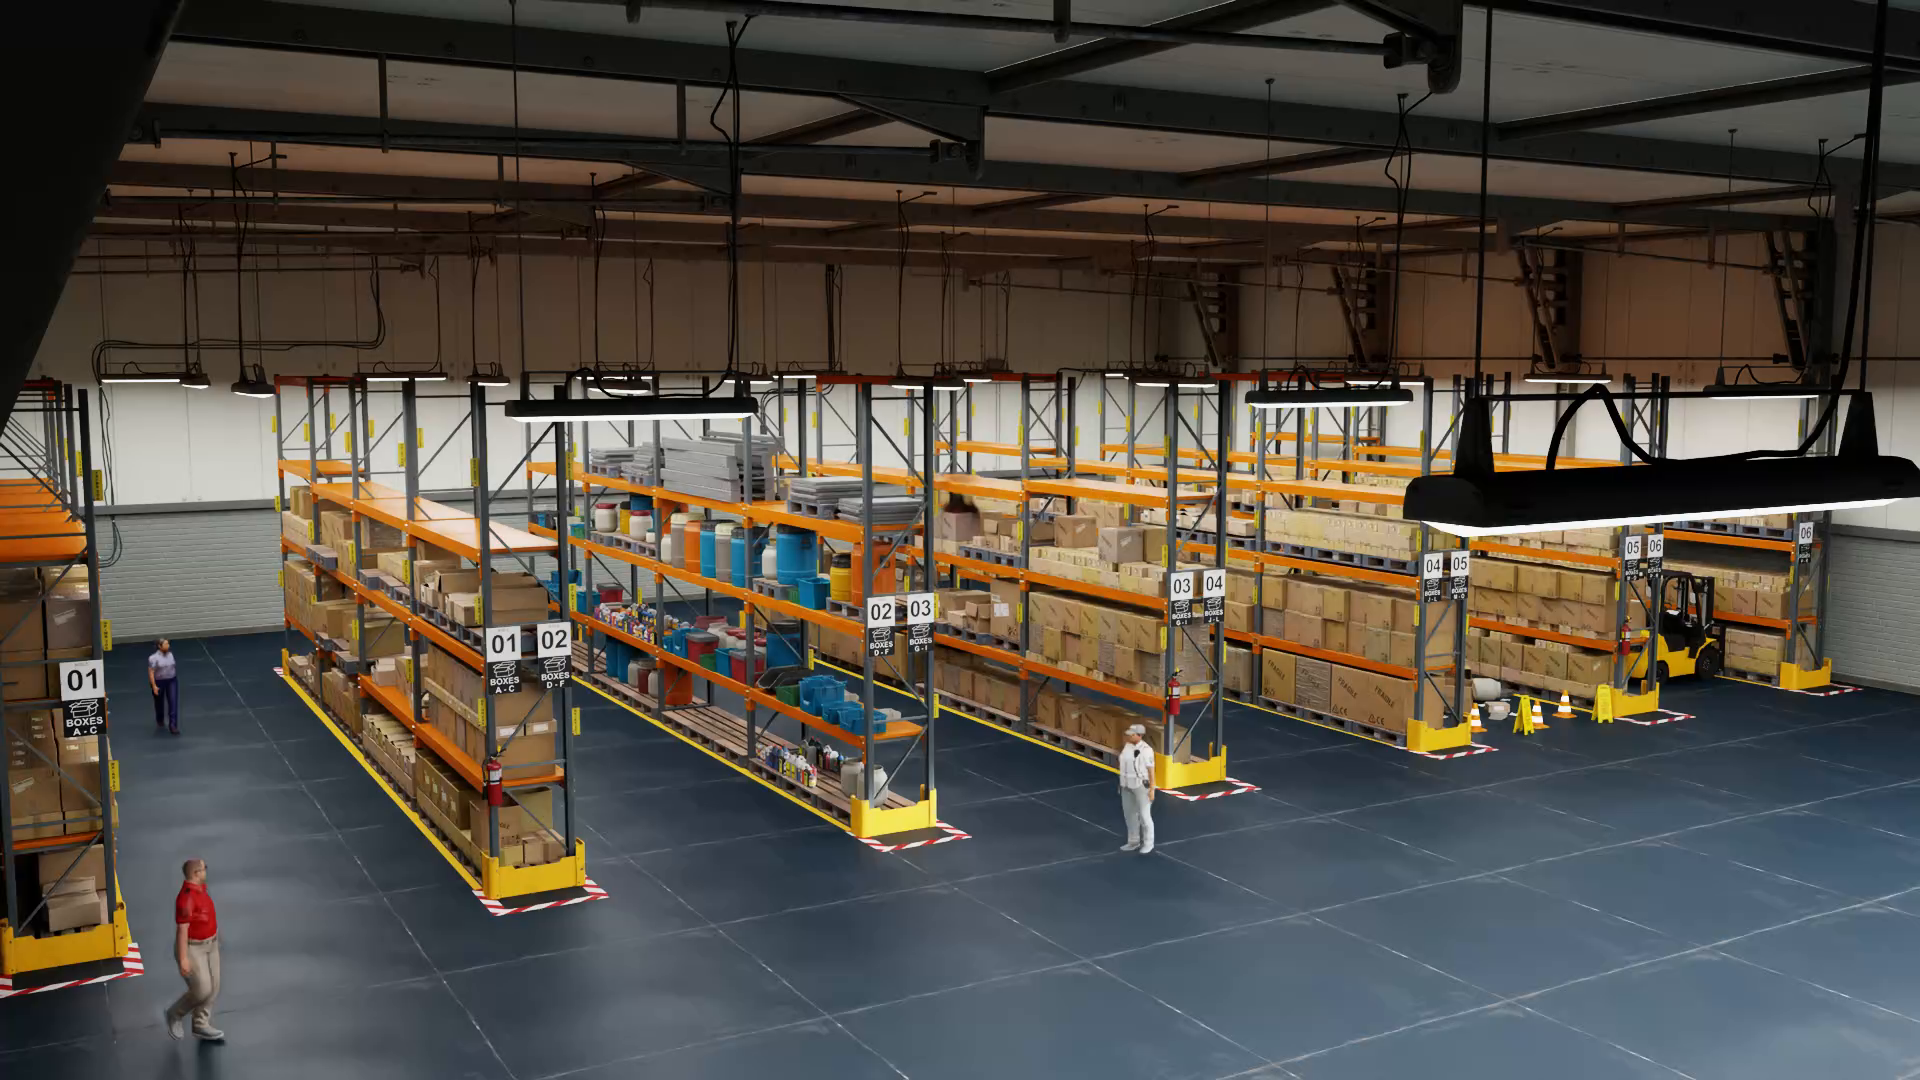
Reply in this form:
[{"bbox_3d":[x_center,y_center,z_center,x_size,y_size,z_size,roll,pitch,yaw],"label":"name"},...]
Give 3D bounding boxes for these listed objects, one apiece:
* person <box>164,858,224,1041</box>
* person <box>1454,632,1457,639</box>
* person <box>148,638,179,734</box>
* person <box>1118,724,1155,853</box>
[{"bbox_3d":[-7.086,3.787,15.378,0.516,1.714,0.587,1,6,13],"label":"person"},{"bbox_3d":[10.529,1.604,35.644,0.670,1.659,0.435,2,6,15],"label":"person"},{"bbox_3d":[-13.500,2.461,28.184,0.452,1.599,0.927,-3,7,-27],"label":"person"},{"bbox_3d":[2.275,3.191,21.326,0.433,1.700,0.596,-6,9,-43],"label":"person"}]
